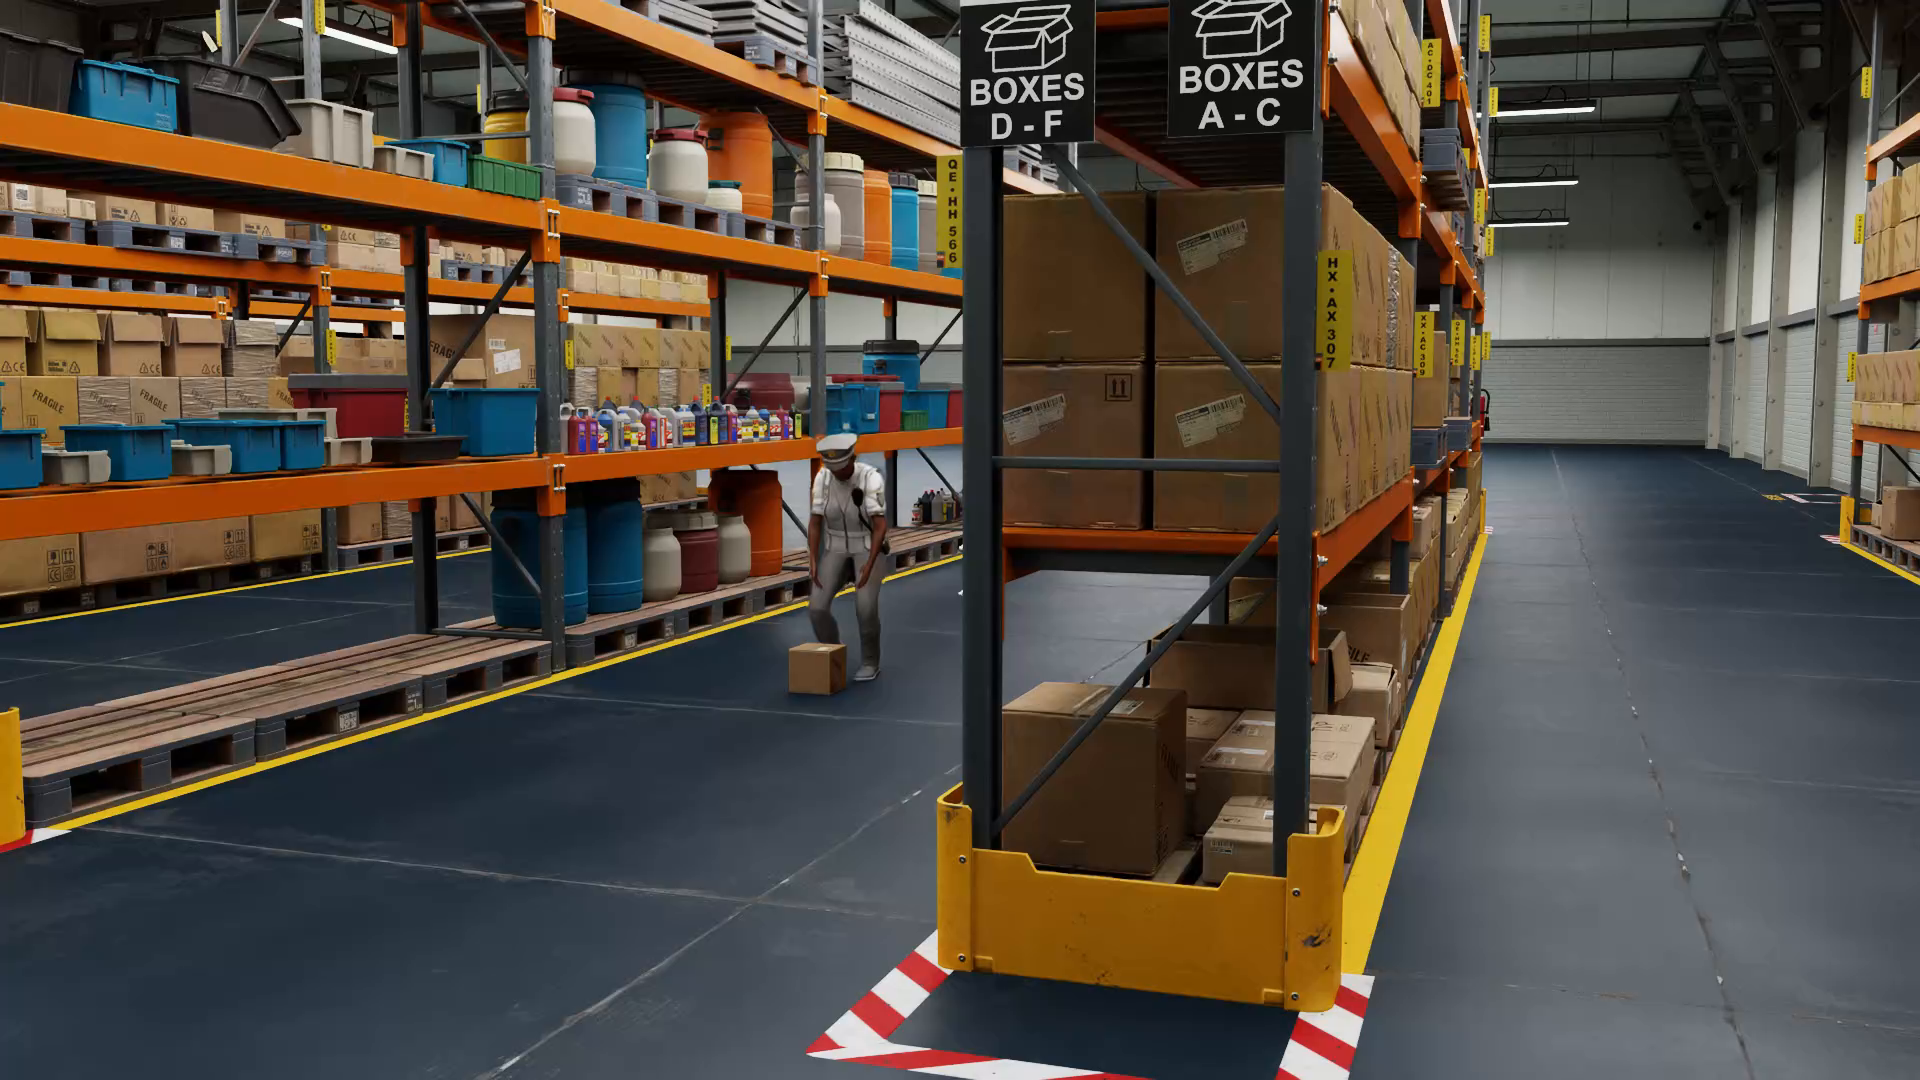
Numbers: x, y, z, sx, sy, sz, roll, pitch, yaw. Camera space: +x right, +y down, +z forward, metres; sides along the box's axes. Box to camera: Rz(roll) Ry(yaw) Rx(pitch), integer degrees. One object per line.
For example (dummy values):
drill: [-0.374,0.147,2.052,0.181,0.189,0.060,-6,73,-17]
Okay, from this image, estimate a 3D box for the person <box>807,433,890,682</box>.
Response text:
person: [-0.644,0.099,9.818,0.492,1.464,0.649,2,6,19]
